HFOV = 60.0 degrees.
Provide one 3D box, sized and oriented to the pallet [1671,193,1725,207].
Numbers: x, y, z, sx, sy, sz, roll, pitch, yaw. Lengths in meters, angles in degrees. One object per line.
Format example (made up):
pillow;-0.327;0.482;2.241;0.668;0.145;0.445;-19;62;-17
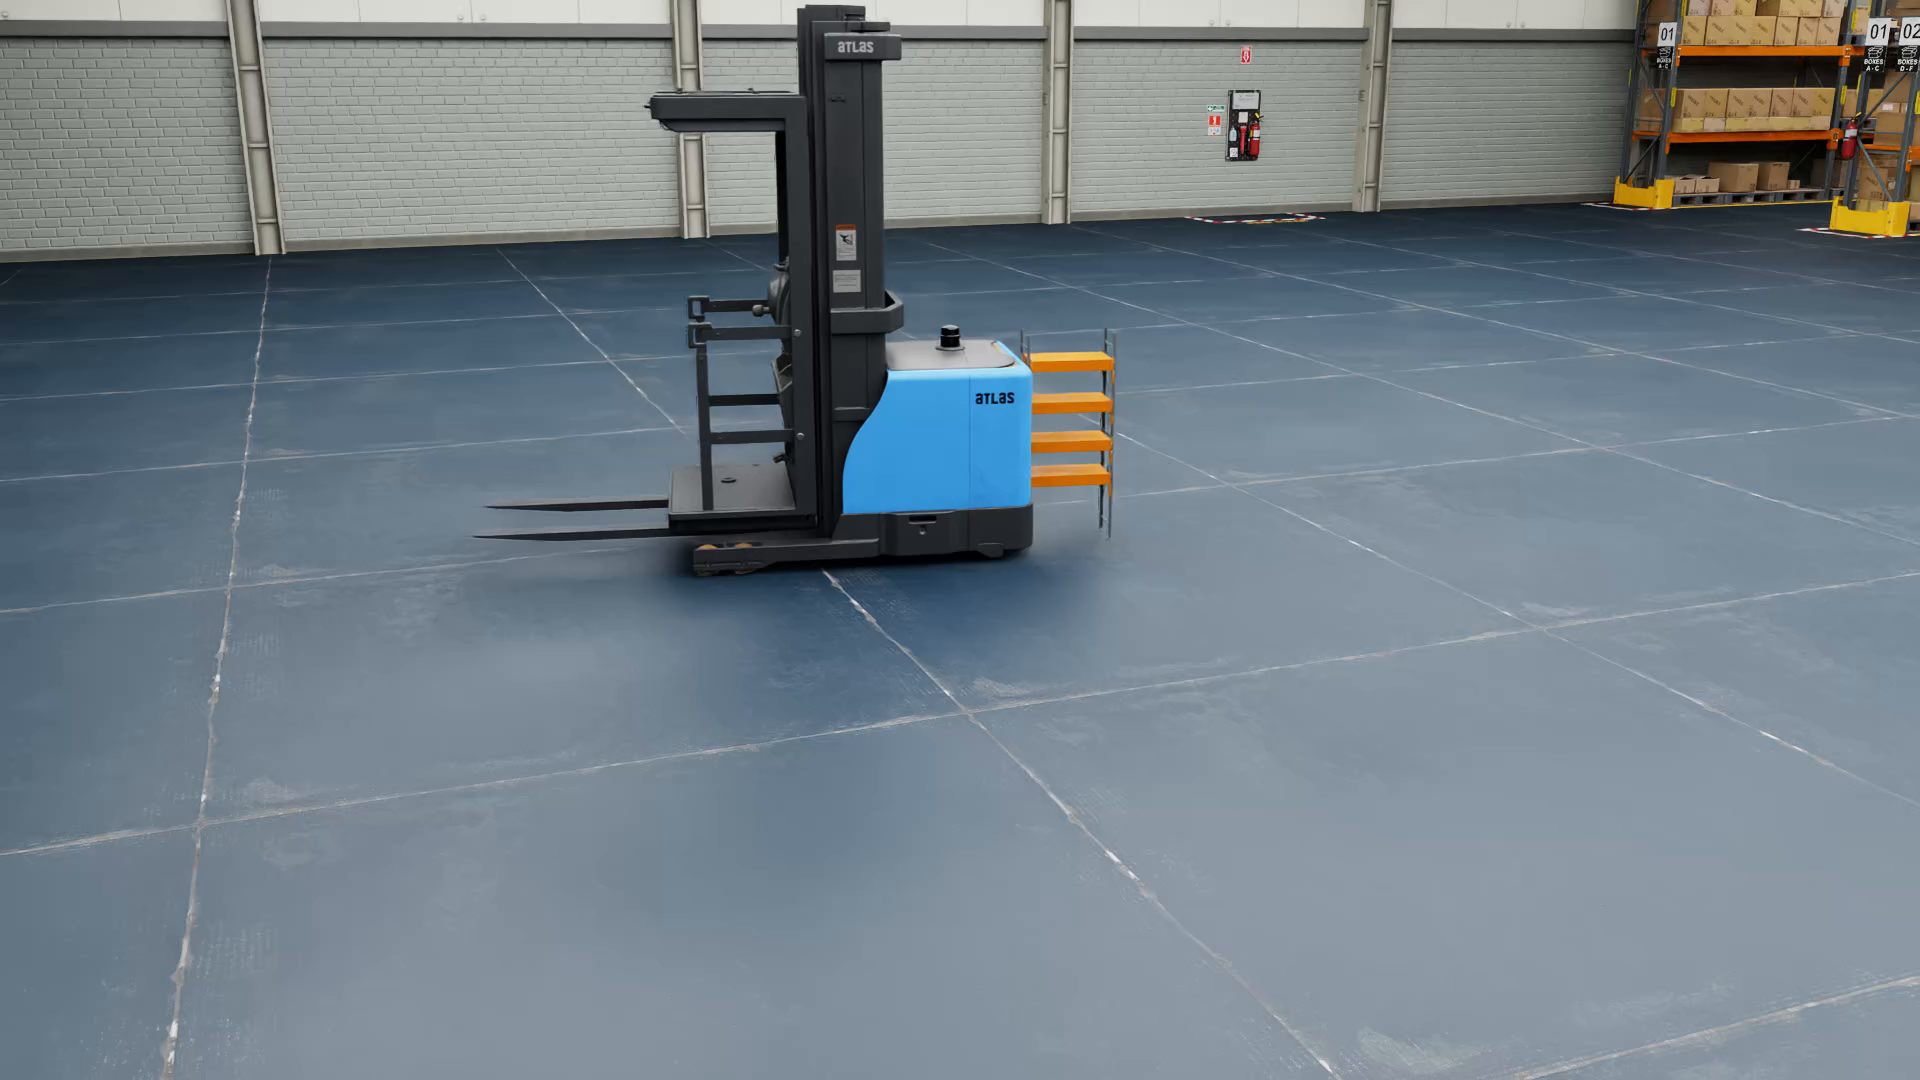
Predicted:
pallet;13.276;-6.311;30.714;1.213;0.211;1.003;-6;17;-20

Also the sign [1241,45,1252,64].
sign;4.811;-8.160;27.949;0.199;0.298;0.001;-6;17;-20

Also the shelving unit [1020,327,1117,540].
shelving unit;0.606;-0.597;9.501;0.503;1.200;0.258;-3;17;-9

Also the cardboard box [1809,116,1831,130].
cardboard box;15.835;-7.782;31.006;0.500;0.250;0.500;-6;17;-20

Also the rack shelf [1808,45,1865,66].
rack shelf;18.037;-9.268;31.787;4.000;0.370;1.077;-6;17;-20

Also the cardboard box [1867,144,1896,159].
cardboard box;17.745;-7.521;32.210;0.500;0.250;0.500;-7;18;-22

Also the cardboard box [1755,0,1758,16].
cardboard box;14.189;-9.808;30.363;0.500;0.500;0.500;-6;17;-20

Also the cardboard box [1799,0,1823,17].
cardboard box;15.287;-9.768;30.227;0.500;0.500;0.500;-5;17;-17

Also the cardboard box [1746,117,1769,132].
cardboard box;14.433;-7.628;30.482;0.500;0.250;0.500;-6;17;-20

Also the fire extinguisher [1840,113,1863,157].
fire extinguisher;13.933;-6.339;25.998;0.183;0.674;0.296;-6;17;-20

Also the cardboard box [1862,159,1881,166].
cardboard box;17.315;-7.128;32.202;0.500;0.500;0.700;-7;18;-21

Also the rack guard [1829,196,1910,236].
rack guard;14.187;-5.064;25.955;0.348;0.500;1.175;-6;17;-20

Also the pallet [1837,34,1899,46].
pallet;16.784;-9.355;31.142;1.003;0.211;1.213;-6;17;-20

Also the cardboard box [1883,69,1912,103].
cardboard box;14.700;-6.985;25.581;0.500;0.500;0.700;-6;17;-20

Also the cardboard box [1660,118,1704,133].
cardboard box;13.003;-7.472;29.949;0.500;0.250;0.500;-7;18;-22

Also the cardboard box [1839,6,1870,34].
cardboard box;16.708;-9.695;31.042;0.500;0.500;0.500;-4;17;-12

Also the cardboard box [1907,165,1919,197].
cardboard box;15.533;-5.745;26.641;0.500;0.500;0.500;-6;17;-20

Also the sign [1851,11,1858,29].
sign;16.370;-9.517;30.442;0.005;0.325;0.100;-6;17;-20

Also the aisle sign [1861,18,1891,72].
aisle sign;14.043;-7.584;25.485;0.004;0.787;0.394;-6;17;-20

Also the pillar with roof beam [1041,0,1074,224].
pillar with roof beam;3.113;-8.403;22.241;0.400;9.000;9.100;-6;17;-20

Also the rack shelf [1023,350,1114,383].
rack shelf;0.606;-0.974;9.390;0.480;0.148;0.258;-3;17;-9

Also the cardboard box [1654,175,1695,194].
cardboard box;13.112;-6.536;30.522;0.500;0.311;0.500;-8;18;-26

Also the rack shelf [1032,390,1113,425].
rack shelf;0.606;-0.747;9.457;0.480;0.148;0.258;-3;17;-9

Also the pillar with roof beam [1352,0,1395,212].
pillar with roof beam;8.716;-9.008;24.301;0.400;9.000;9.100;-6;17;-20

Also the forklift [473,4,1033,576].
forklift;-1.158;-1.372;9.068;3.031;2.935;1.130;-3;17;-9

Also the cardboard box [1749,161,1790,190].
cardboard box;15.214;-6.868;31.319;0.500;0.500;0.500;-8;18;-24

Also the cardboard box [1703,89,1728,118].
cardboard box;13.452;-7.882;30.016;0.500;0.500;0.500;-6;17;-20

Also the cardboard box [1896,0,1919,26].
cardboard box;14.748;-8.080;25.289;0.637;0.503;0.797;-5;17;-16

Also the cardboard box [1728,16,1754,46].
cardboard box;13.833;-9.132;29.834;0.500;0.500;0.500;-5;17;-18

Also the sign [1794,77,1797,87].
sign;15.967;-8.673;31.754;0.005;0.325;0.100;-6;17;-20

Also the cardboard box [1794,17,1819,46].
cardboard box;15.309;-9.305;30.425;0.500;0.500;0.500;-8;18;-25

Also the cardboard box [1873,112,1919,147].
cardboard box;14.650;-6.357;25.746;0.500;0.500;0.700;-6;17;-20

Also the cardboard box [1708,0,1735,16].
cardboard box;13.367;-9.557;29.509;0.500;0.500;0.500;-6;18;-21

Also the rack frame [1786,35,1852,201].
rack frame;16.169;-7.972;31.421;0.127;3.000;1.000;-6;17;-20

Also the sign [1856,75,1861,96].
sign;14.029;-7.079;25.906;0.005;0.325;0.100;-6;17;-20

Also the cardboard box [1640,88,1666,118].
cardboard box;12.798;-7.970;30.313;0.500;0.500;0.500;-6;18;-21

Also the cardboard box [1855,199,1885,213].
cardboard box;14.605;-5.280;26.388;0.500;0.250;0.500;-6;17;-20

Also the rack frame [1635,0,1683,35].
rack frame;12.434;-10.447;29.203;0.127;3.000;1.000;-6;17;-20

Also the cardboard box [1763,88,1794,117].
cardboard box;14.900;-8.041;30.555;0.500;0.500;0.500;-7;18;-22

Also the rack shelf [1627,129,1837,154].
rack shelf;14.301;-7.425;30.836;4.000;0.370;1.077;-6;17;-20

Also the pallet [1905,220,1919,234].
pallet;14.909;-5.016;26.304;1.213;0.211;1.003;-6;17;-20

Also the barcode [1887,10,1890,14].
barcode;14.319;-8.141;25.642;0.075;0.075;0.001;-6;17;-20
